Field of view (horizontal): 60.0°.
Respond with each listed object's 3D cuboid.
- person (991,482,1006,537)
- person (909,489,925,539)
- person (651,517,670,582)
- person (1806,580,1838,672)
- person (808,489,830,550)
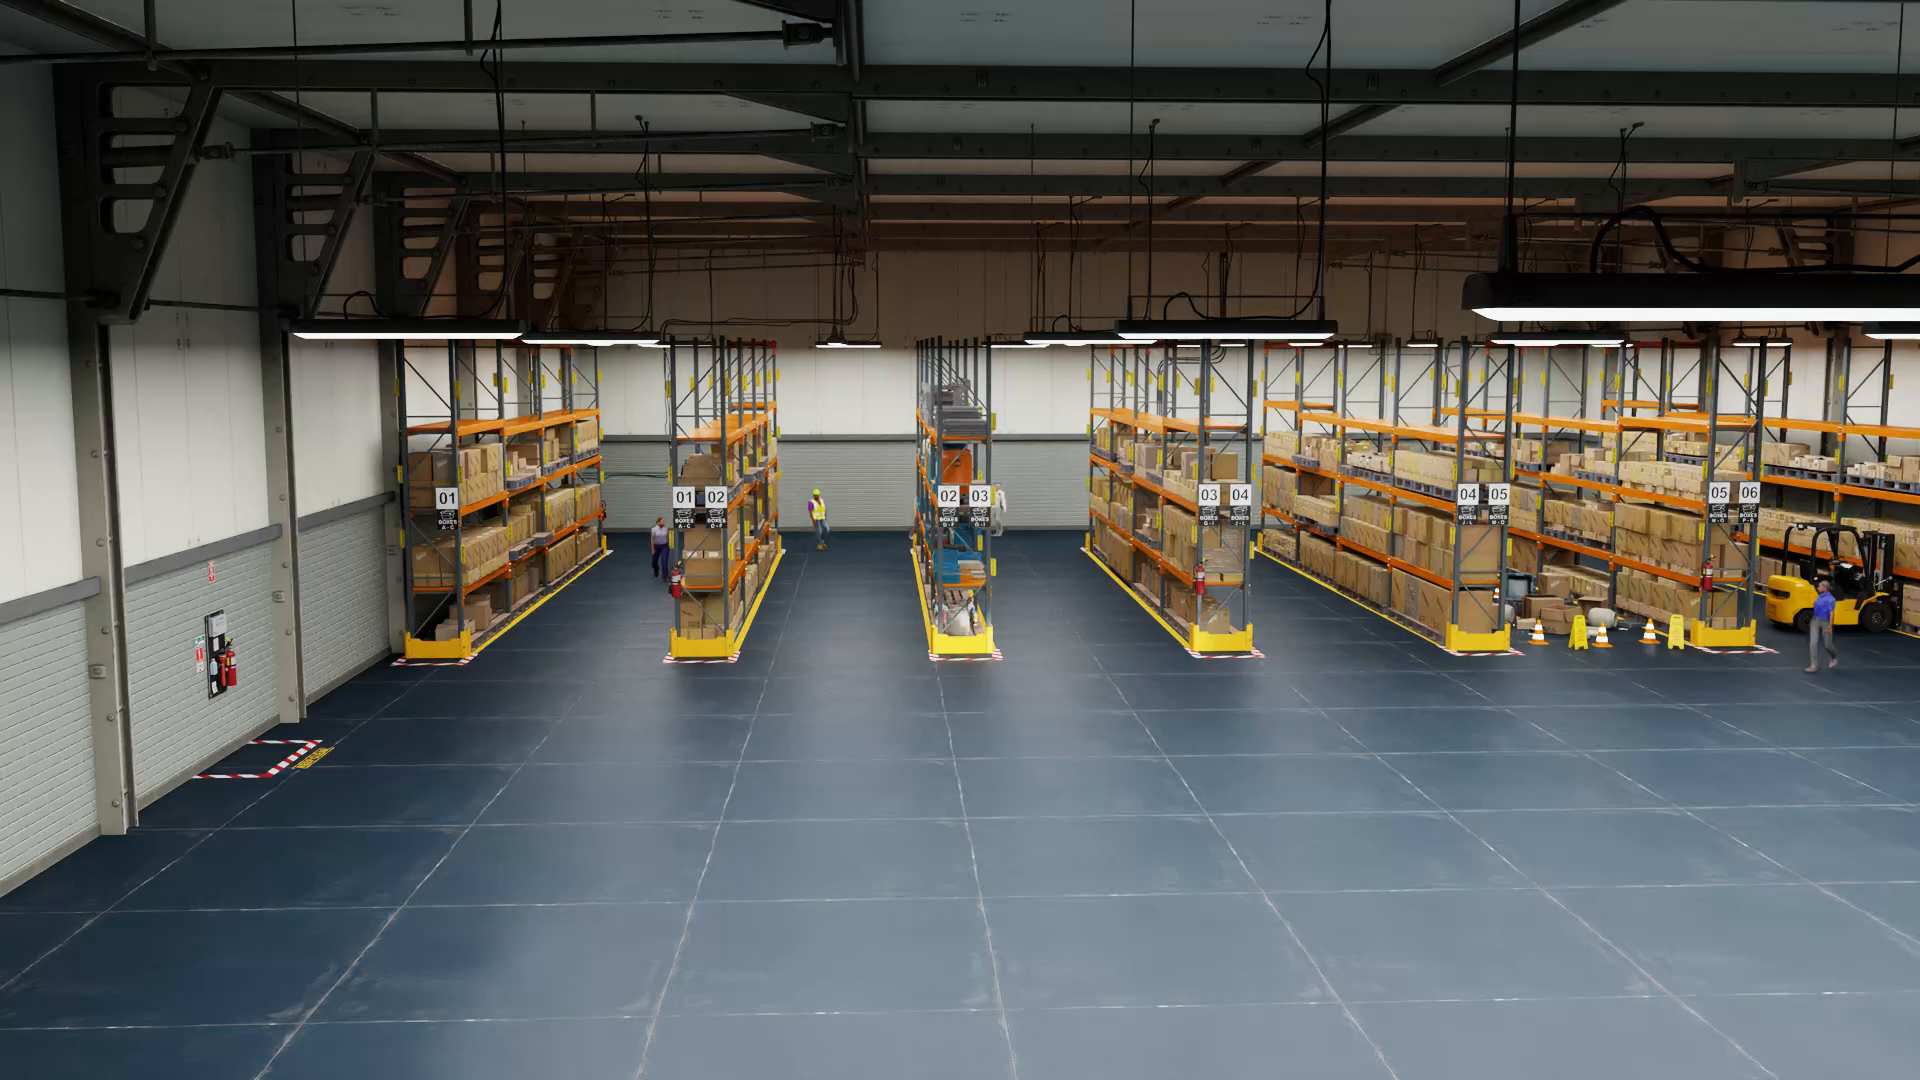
[{"bbox_3d":[1.122,-0.940,51.307,0.457,1.709,0.436,6,9,44],"label":"person"},{"bbox_3d":[-1.110,-0.767,50.069,0.552,1.623,1.056,-5,8,-36],"label":"person"},{"bbox_3d":[-7.438,0.216,41.328,0.456,1.617,0.665,0,7,-4],"label":"person"},{"bbox_3d":[15.438,1.529,29.712,0.679,1.630,0.433,-6,9,-40],"label":"person"},{"bbox_3d":[-4.018,-0.580,47.666,0.468,1.743,0.643,6,9,44],"label":"person"}]
